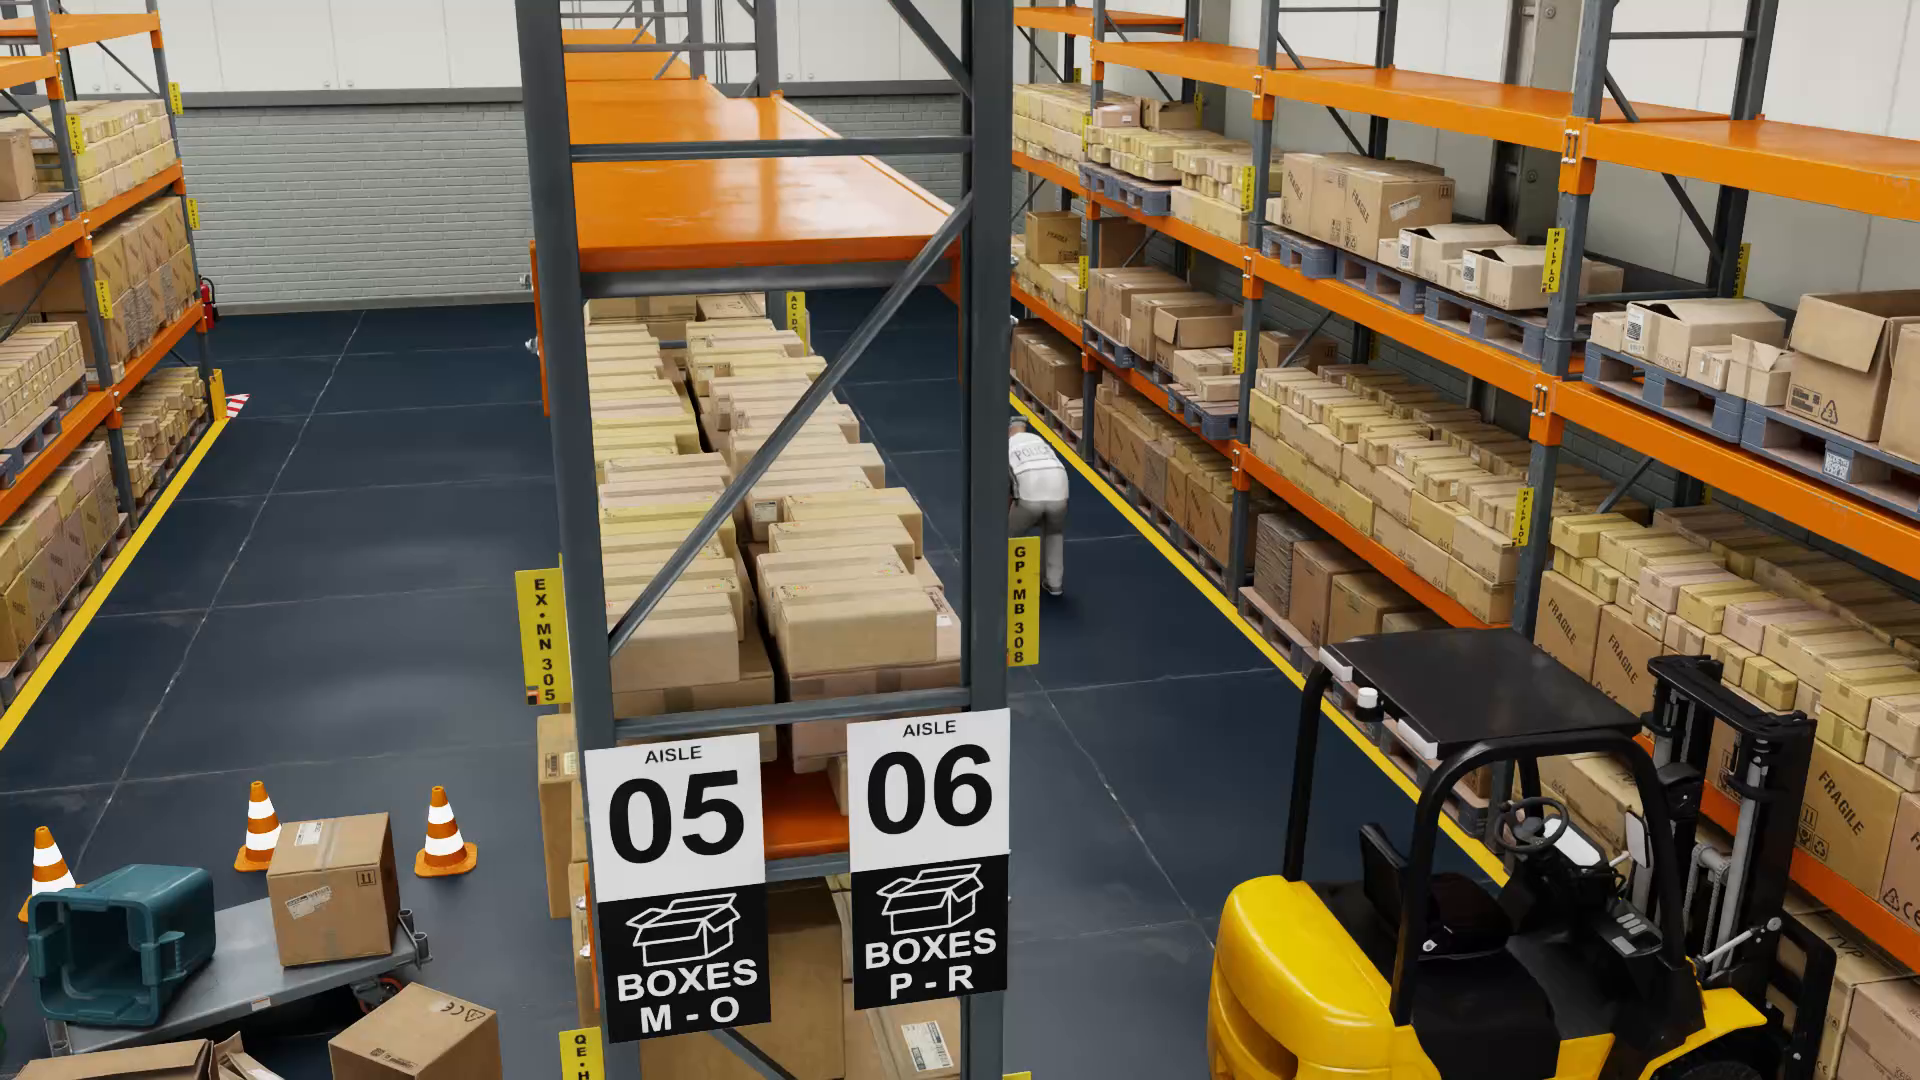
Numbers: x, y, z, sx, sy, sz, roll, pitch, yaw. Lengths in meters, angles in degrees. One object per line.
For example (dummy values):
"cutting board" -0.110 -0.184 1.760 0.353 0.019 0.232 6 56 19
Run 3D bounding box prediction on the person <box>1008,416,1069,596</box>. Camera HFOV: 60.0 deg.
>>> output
"person" 0.562 -0.277 13.466 0.494 1.341 0.987 -5 20 -14
